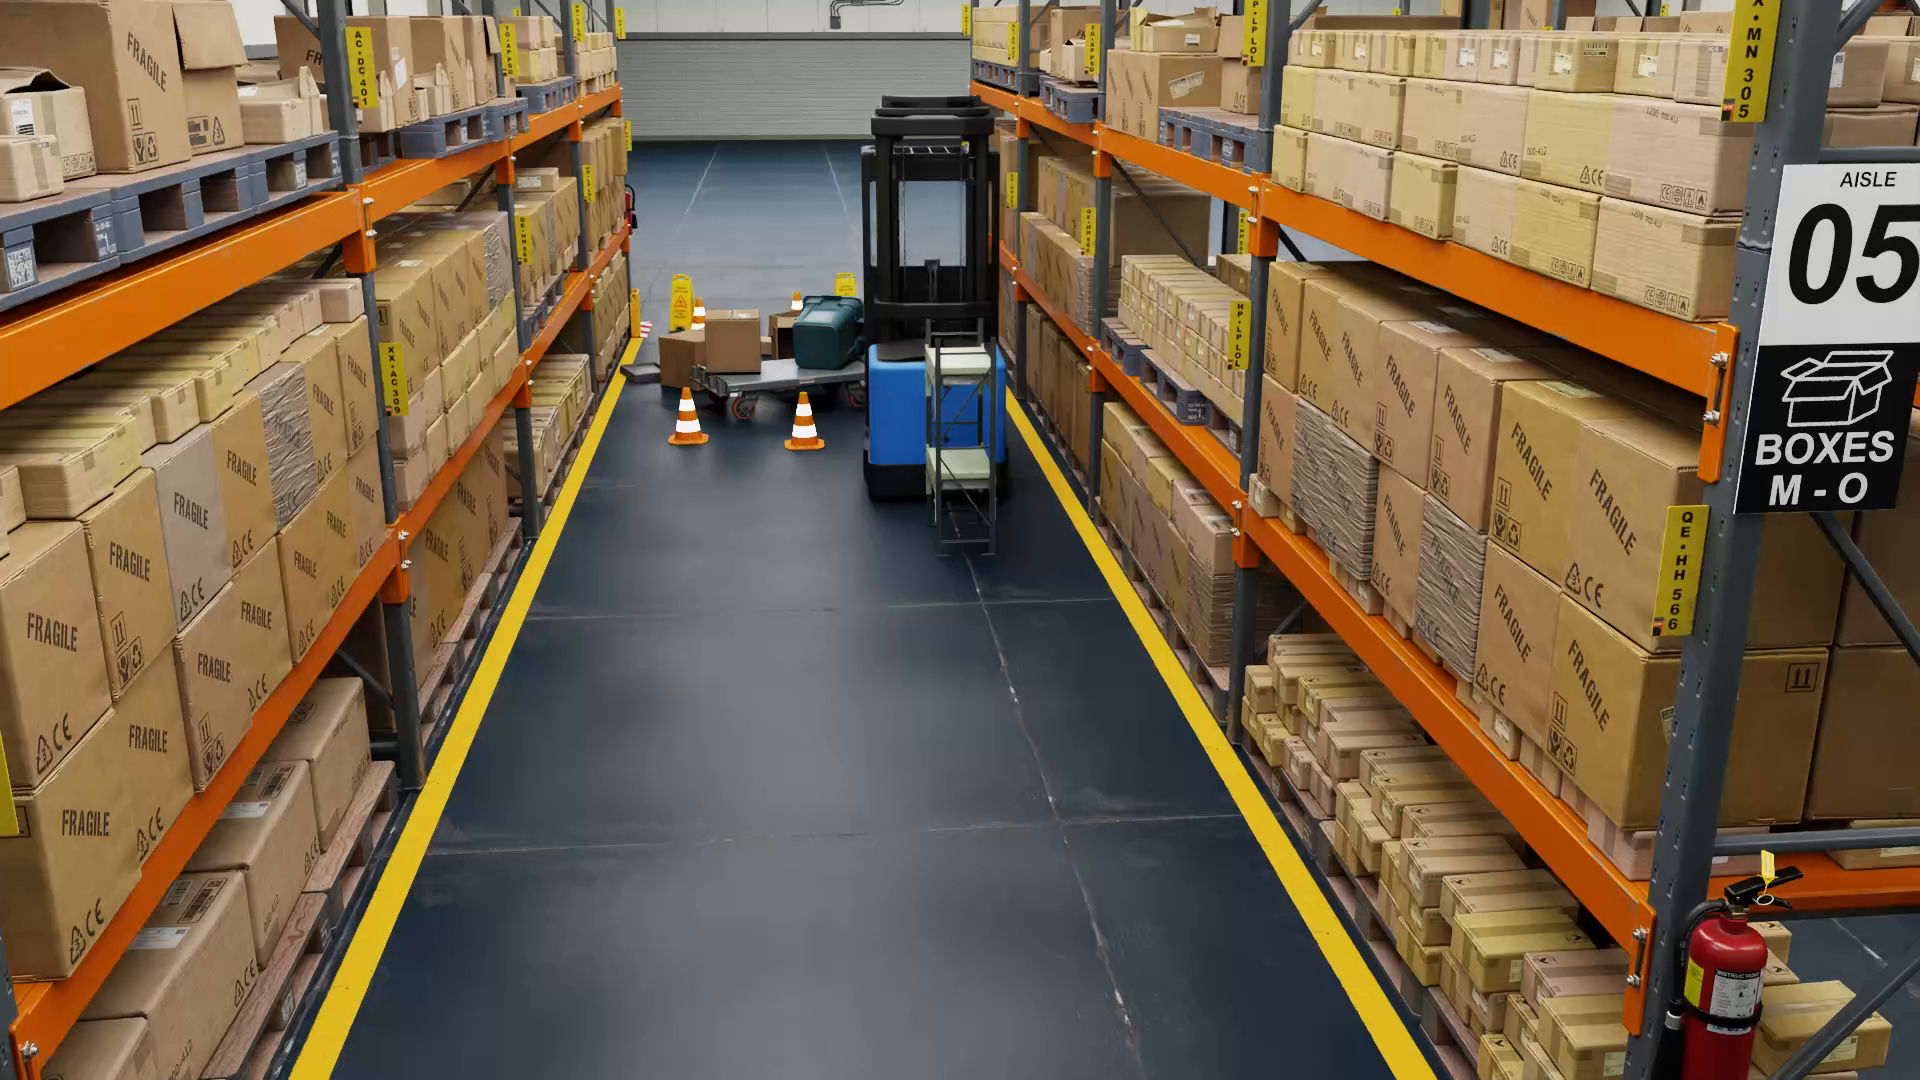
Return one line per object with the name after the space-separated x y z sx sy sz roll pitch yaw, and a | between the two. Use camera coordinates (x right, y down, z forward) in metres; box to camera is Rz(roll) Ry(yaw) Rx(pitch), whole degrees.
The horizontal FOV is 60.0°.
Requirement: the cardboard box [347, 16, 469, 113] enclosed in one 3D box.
-2.996 -2.596 9.063 0.500 0.500 0.500 -2 18 -5 | cardboard box

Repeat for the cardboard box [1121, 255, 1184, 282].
1.302 -1.836 11.241 0.380 0.149 0.250 -2 18 -6 | cardboard box

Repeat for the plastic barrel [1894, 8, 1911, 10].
10.736 -5.661 18.679 0.600 0.588 0.600 0 17 0 | plastic barrel

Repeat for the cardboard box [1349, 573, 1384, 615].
1.747 0.181 6.513 0.380 0.149 0.250 -1 17 -3 | cardboard box

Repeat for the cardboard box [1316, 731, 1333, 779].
1.780 0.936 7.250 0.380 0.149 0.250 -3 18 -8 | cardboard box

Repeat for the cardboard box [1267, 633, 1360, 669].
1.689 0.561 7.949 0.380 0.149 0.250 -1 17 -3 | cardboard box

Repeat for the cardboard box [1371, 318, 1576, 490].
1.805 -0.491 5.901 0.500 0.500 0.500 -2 18 -8 | cardboard box

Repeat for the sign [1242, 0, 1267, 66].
1.308 -2.272 7.377 0.100 0.325 0.005 -2 18 -6 | sign

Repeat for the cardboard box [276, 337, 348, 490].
-2.686 -0.483 6.370 0.500 0.500 0.500 -2 18 -6 | cardboard box

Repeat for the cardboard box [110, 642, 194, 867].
-2.485 0.601 4.588 0.500 0.500 0.500 -2 18 -6 | cardboard box

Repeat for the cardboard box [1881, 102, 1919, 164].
2.484 -0.973 4.175 0.500 0.250 0.500 -1 17 -5 | cardboard box

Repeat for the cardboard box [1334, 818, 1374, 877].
1.752 1.239 6.781 0.380 0.149 0.250 -2 18 -7 | cardboard box

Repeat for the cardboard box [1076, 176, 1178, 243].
1.302 -2.578 13.046 0.700 0.500 0.500 -2 18 -6 | cardboard box

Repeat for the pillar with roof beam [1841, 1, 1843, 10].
15.140 -12.492 36.444 9.100 9.000 0.400 -2 18 -6 | pillar with roof beam

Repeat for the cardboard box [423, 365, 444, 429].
-2.900 -0.703 8.323 0.500 0.250 0.500 -2 17 -5 | cardboard box

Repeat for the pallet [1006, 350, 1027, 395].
1.034 -1.706 16.760 1.003 0.211 1.213 -2 18 -6 | pallet

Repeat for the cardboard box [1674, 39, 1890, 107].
1.945 -1.111 3.950 0.380 0.149 0.250 -2 18 -6 | cardboard box

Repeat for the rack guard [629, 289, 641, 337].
-4.284 -2.601 19.128 1.175 0.500 0.348 -2 18 -6 | rack guard

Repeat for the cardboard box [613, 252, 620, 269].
-3.822 -2.959 17.650 0.380 0.149 0.250 -1 17 -5 | cardboard box

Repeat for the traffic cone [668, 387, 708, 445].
-2.358 -1.088 14.371 0.336 0.463 0.334 -2 18 -6 | traffic cone

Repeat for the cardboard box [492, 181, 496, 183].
-4.116 -2.866 14.435 0.500 0.500 0.500 -1 17 -4 | cardboard box

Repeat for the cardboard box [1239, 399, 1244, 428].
1.622 -0.617 8.353 0.380 0.149 0.250 -2 18 -7 | cardboard box

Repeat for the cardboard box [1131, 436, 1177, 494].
1.368 -0.470 10.386 0.500 0.250 0.500 -2 18 -5 | cardboard box

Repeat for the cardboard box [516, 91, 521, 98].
-4.153 -4.099 15.136 0.380 0.149 0.250 -2 17 -5 | cardboard box

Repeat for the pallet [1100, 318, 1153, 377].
1.626 -1.316 11.180 1.213 0.211 1.003 -2 18 -6 | pallet

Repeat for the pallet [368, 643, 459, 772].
-3.208 0.861 8.581 1.003 0.211 1.213 -2 18 -6 | pallet

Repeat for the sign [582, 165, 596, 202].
-3.327 -3.195 14.915 0.100 0.325 0.005 -2 18 -6 | sign

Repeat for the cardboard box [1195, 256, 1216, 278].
1.669 -1.806 12.255 0.500 0.500 0.500 -2 17 -5 | cardboard box

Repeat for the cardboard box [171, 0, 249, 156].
-2.883 -1.569 5.619 0.797 0.503 0.637 0 17 -1 | cardboard box

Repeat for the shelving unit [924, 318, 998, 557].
-0.001 -0.718 11.459 0.431 1.500 0.755 -2 18 -6 | shelving unit

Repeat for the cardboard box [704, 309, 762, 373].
-2.111 -1.857 15.495 0.500 0.500 0.500 -2 18 -6 | cardboard box

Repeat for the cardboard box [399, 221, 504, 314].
-3.092 -1.659 10.118 0.500 0.500 0.500 -1 17 -5 | cardboard box

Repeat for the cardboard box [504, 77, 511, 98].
-3.554 -3.195 11.670 0.700 0.500 0.500 -2 18 -6 | cardboard box

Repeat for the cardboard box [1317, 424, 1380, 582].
1.734 -0.160 6.516 0.500 0.500 0.500 -2 18 -7 | cardboard box

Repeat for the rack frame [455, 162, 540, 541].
-3.466 -1.433 11.234 1.000 3.000 0.127 -2 18 -6 | rack frame

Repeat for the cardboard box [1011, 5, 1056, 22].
0.680 -4.847 15.320 0.380 0.149 0.250 -2 18 -6 | cardboard box

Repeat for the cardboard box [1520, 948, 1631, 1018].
1.997 1.417 5.222 0.380 0.149 0.250 -1 17 -5 | cardboard box

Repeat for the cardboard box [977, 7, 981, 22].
0.391 -5.679 17.971 0.380 0.149 0.250 -2 18 -6 | cardboard box

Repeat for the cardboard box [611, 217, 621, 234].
-3.842 -3.367 17.814 0.380 0.149 0.250 -1 17 -5 | cardboard box

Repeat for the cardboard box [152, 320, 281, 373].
-2.665 -0.689 5.944 0.380 0.149 0.250 -2 18 -6 | cardboard box

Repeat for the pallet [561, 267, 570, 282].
-3.945 -2.301 14.319 1.003 0.211 1.213 -2 18 -6 | pallet

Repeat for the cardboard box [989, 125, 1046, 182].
0.693 -4.143 17.811 0.875 0.550 0.550 -2 18 -6 | cardboard box

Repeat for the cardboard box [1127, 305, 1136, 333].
1.320 -1.477 11.093 0.380 0.149 0.250 -1 17 -3 | cardboard box

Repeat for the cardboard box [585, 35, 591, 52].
-3.661 -4.655 15.577 0.380 0.149 0.250 -2 18 -6 | cardboard box

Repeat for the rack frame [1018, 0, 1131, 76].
1.034 -5.670 14.715 1.000 3.000 0.127 -2 18 -6 | rack frame

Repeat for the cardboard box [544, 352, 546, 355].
-4.207 -1.681 15.914 0.500 0.250 0.500 -1 17 -3 | cardboard box

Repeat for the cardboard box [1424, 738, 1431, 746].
2.222 0.915 7.317 0.380 0.149 0.250 -2 18 -5 | cardboard box

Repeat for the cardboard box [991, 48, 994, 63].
0.520 -4.921 16.886 0.380 0.149 0.250 -2 18 -6 | cardboard box

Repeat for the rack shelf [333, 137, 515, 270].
-3.260 -1.925 8.995 1.077 0.370 4.000 -2 18 -6 | rack shelf

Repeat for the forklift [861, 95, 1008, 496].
-0.244 -2.120 13.536 1.130 2.935 3.031 -1 17 -3 | forklift

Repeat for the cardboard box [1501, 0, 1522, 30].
5.977 -5.528 17.771 0.500 0.500 0.500 -2 18 -6 | cardboard box

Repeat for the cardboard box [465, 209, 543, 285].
-3.343 -2.119 12.055 0.500 0.500 0.500 -1 17 -3 | cardboard box

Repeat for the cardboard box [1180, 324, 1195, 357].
1.482 -1.152 9.560 0.380 0.149 0.250 -2 18 -5 | cardboard box

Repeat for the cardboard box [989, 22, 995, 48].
0.573 -5.146 16.940 0.500 0.250 0.500 -2 18 -6 | cardboard box

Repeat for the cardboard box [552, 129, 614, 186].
-3.764 -3.733 16.226 0.700 0.500 0.500 -2 18 -7 | cardboard box

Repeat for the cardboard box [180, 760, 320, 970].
-3.003 1.238 6.303 0.875 0.438 0.875 -2 18 -7 | cardboard box

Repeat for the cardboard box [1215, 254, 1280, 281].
1.953 -1.849 11.283 0.380 0.149 0.250 -2 18 -8 | cardboard box
